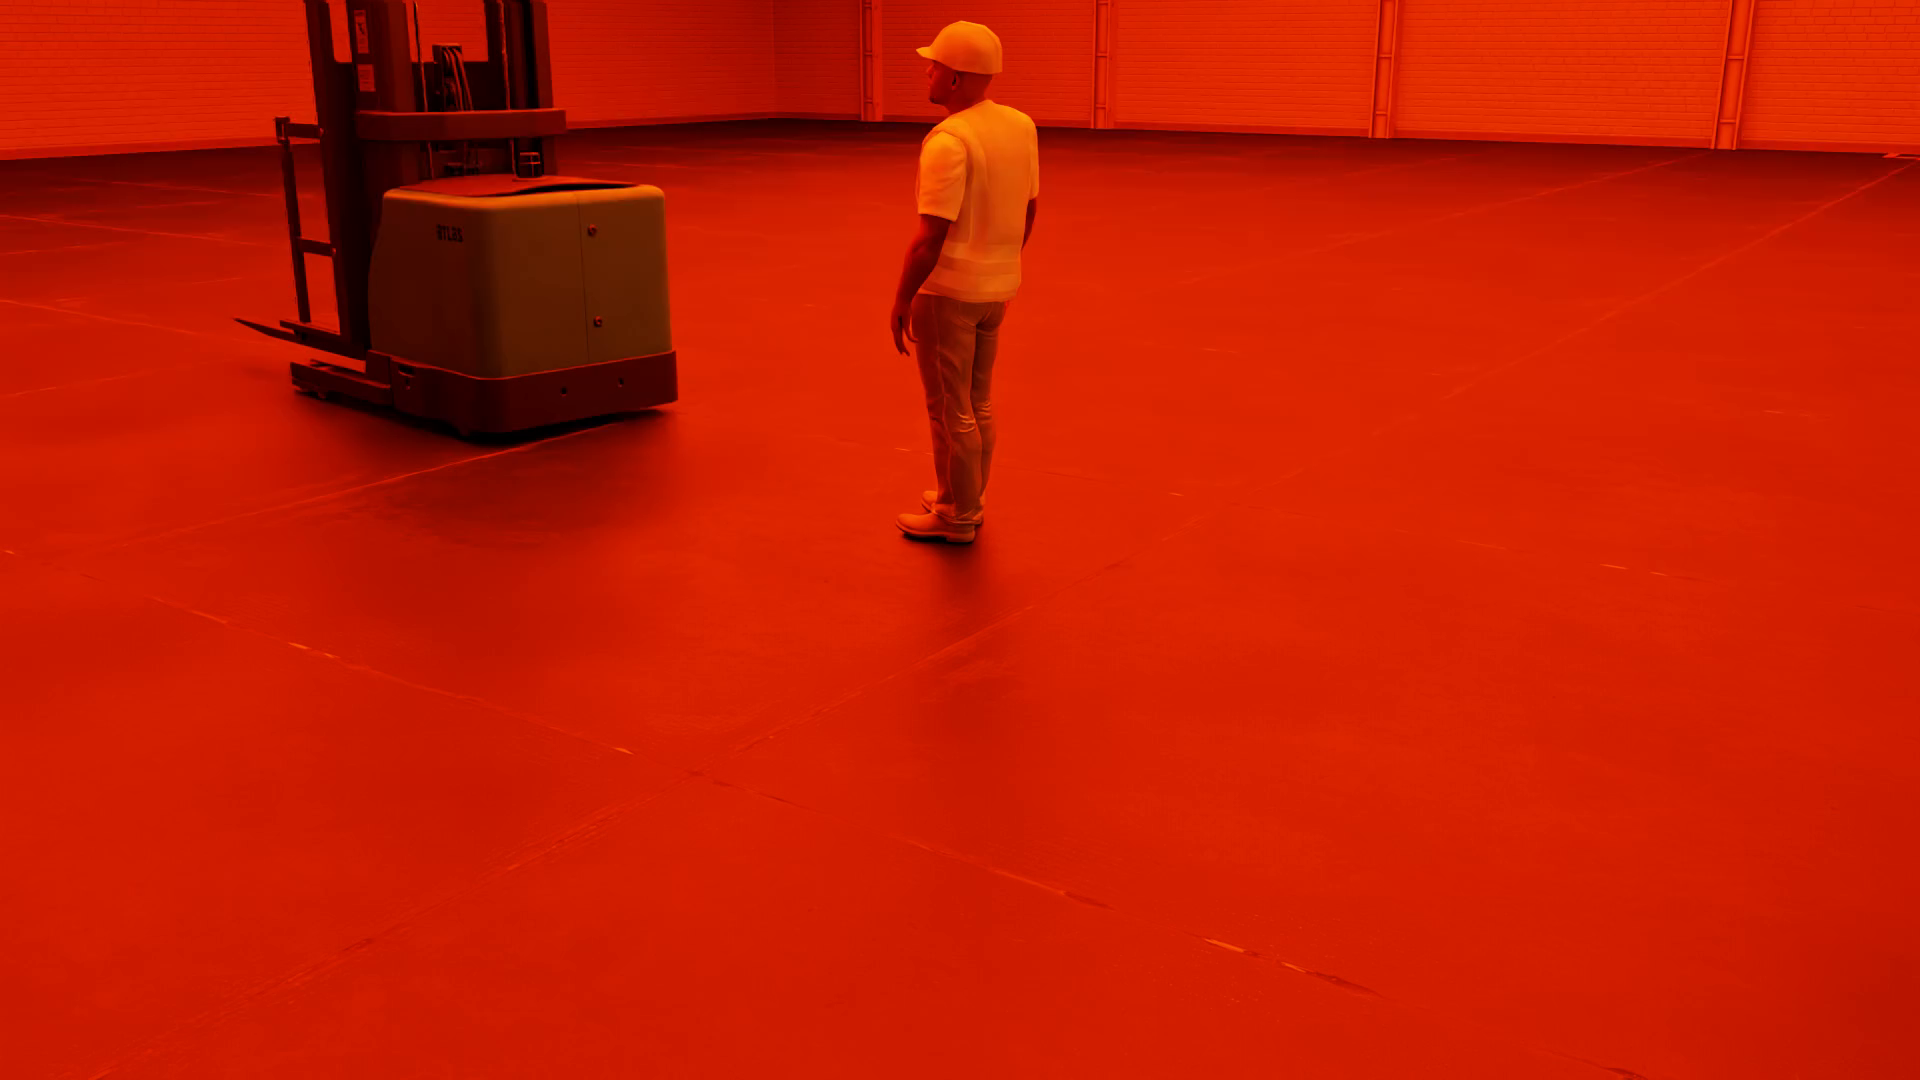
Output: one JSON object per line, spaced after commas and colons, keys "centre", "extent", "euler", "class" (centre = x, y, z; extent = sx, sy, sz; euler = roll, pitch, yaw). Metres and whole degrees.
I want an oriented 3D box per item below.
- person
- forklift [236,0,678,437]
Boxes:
{"centre": [-0.053, -0.866, 5.736], "extent": [0.577, 1.765, 0.665], "euler": [11, 20, 33], "class": "person"}
{"centre": [-2.749, -2.200, 8.191], "extent": [3.031, 2.935, 1.130], "euler": [16, 23, 42], "class": "forklift"}
